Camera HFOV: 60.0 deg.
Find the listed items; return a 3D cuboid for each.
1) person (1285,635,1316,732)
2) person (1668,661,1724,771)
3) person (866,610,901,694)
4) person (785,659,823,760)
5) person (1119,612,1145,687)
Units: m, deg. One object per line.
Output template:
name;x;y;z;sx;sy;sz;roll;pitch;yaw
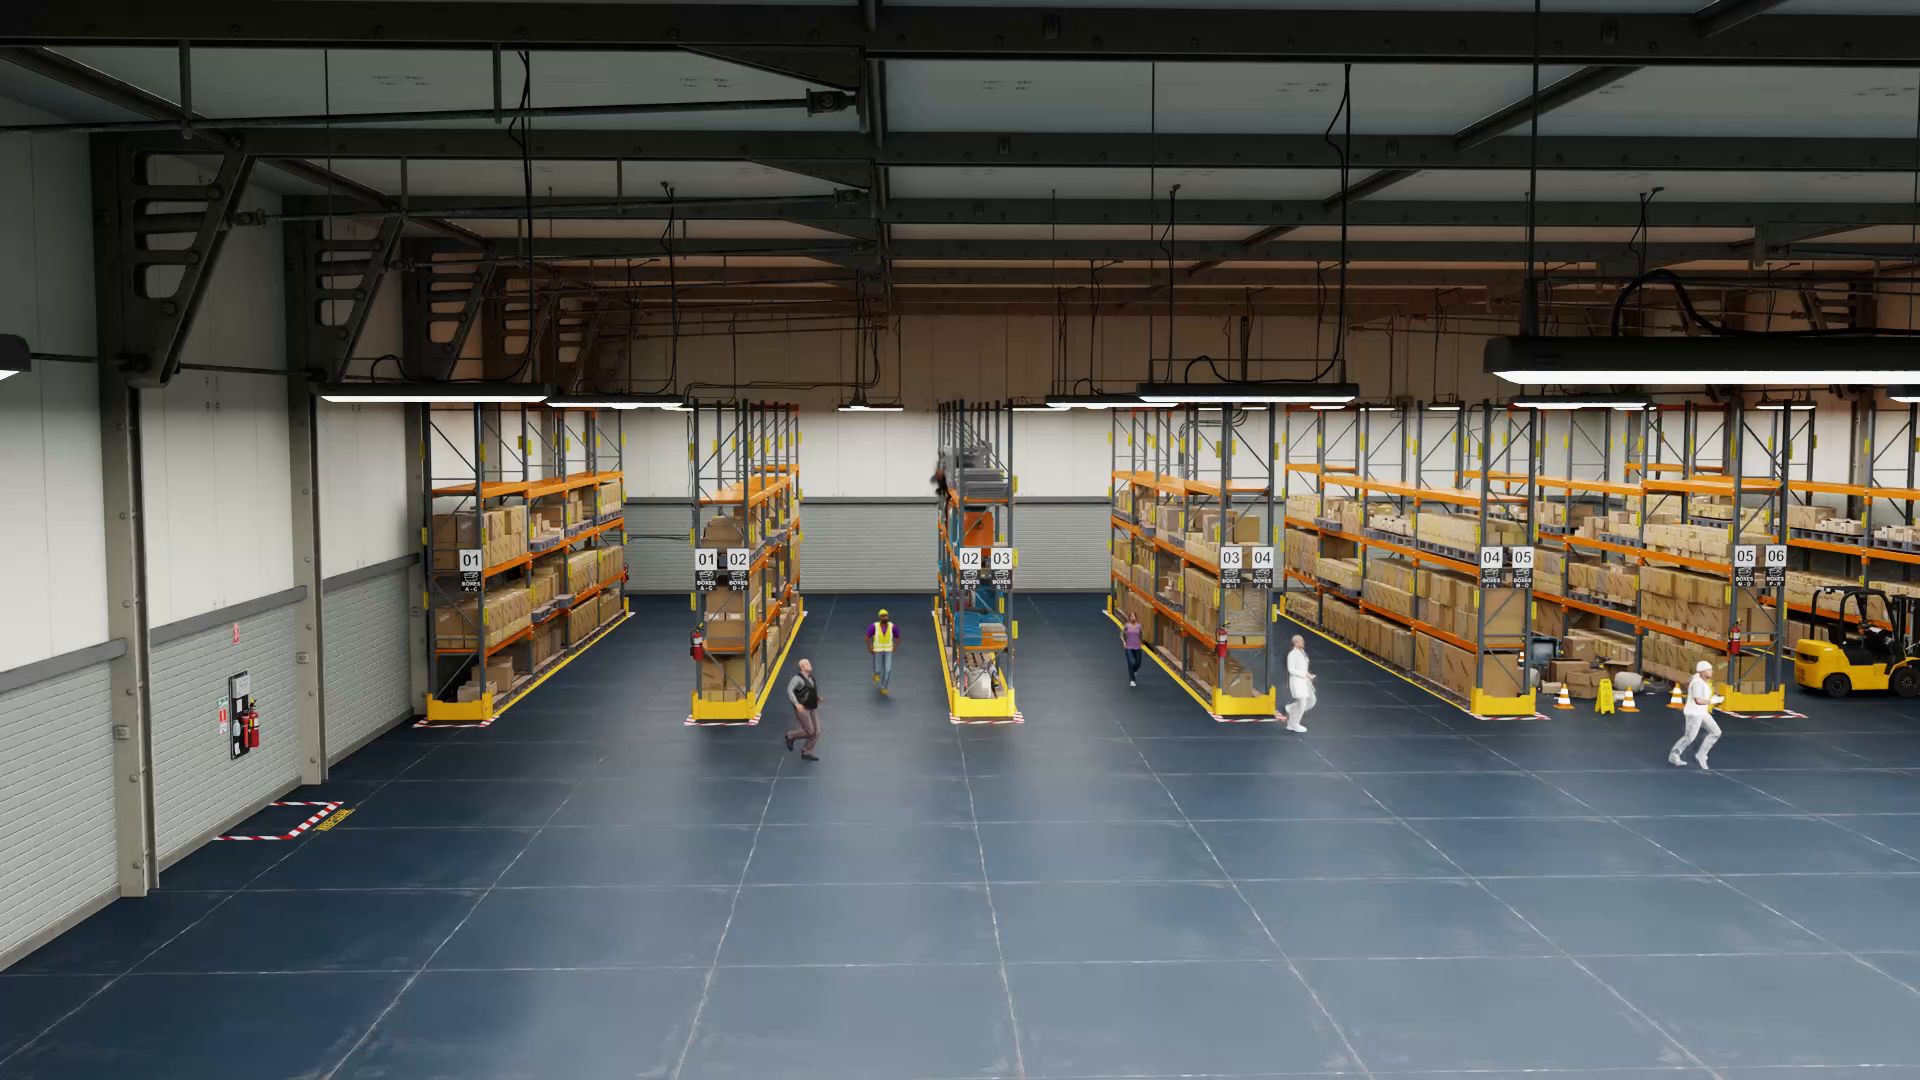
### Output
person;6.141;2.584;29.973;0.616;1.737;0.700;3;5;33
person;11.822;2.811;26.667;0.830;1.777;0.715;3;5;37
person;-1.576;2.283;34.157;0.721;1.717;0.658;0;4;-6
person;-2.587;2.805;27.532;0.581;1.687;0.696;2;5;29
person;3.628;2.285;35.066;0.539;1.550;0.622;0;4;-2
